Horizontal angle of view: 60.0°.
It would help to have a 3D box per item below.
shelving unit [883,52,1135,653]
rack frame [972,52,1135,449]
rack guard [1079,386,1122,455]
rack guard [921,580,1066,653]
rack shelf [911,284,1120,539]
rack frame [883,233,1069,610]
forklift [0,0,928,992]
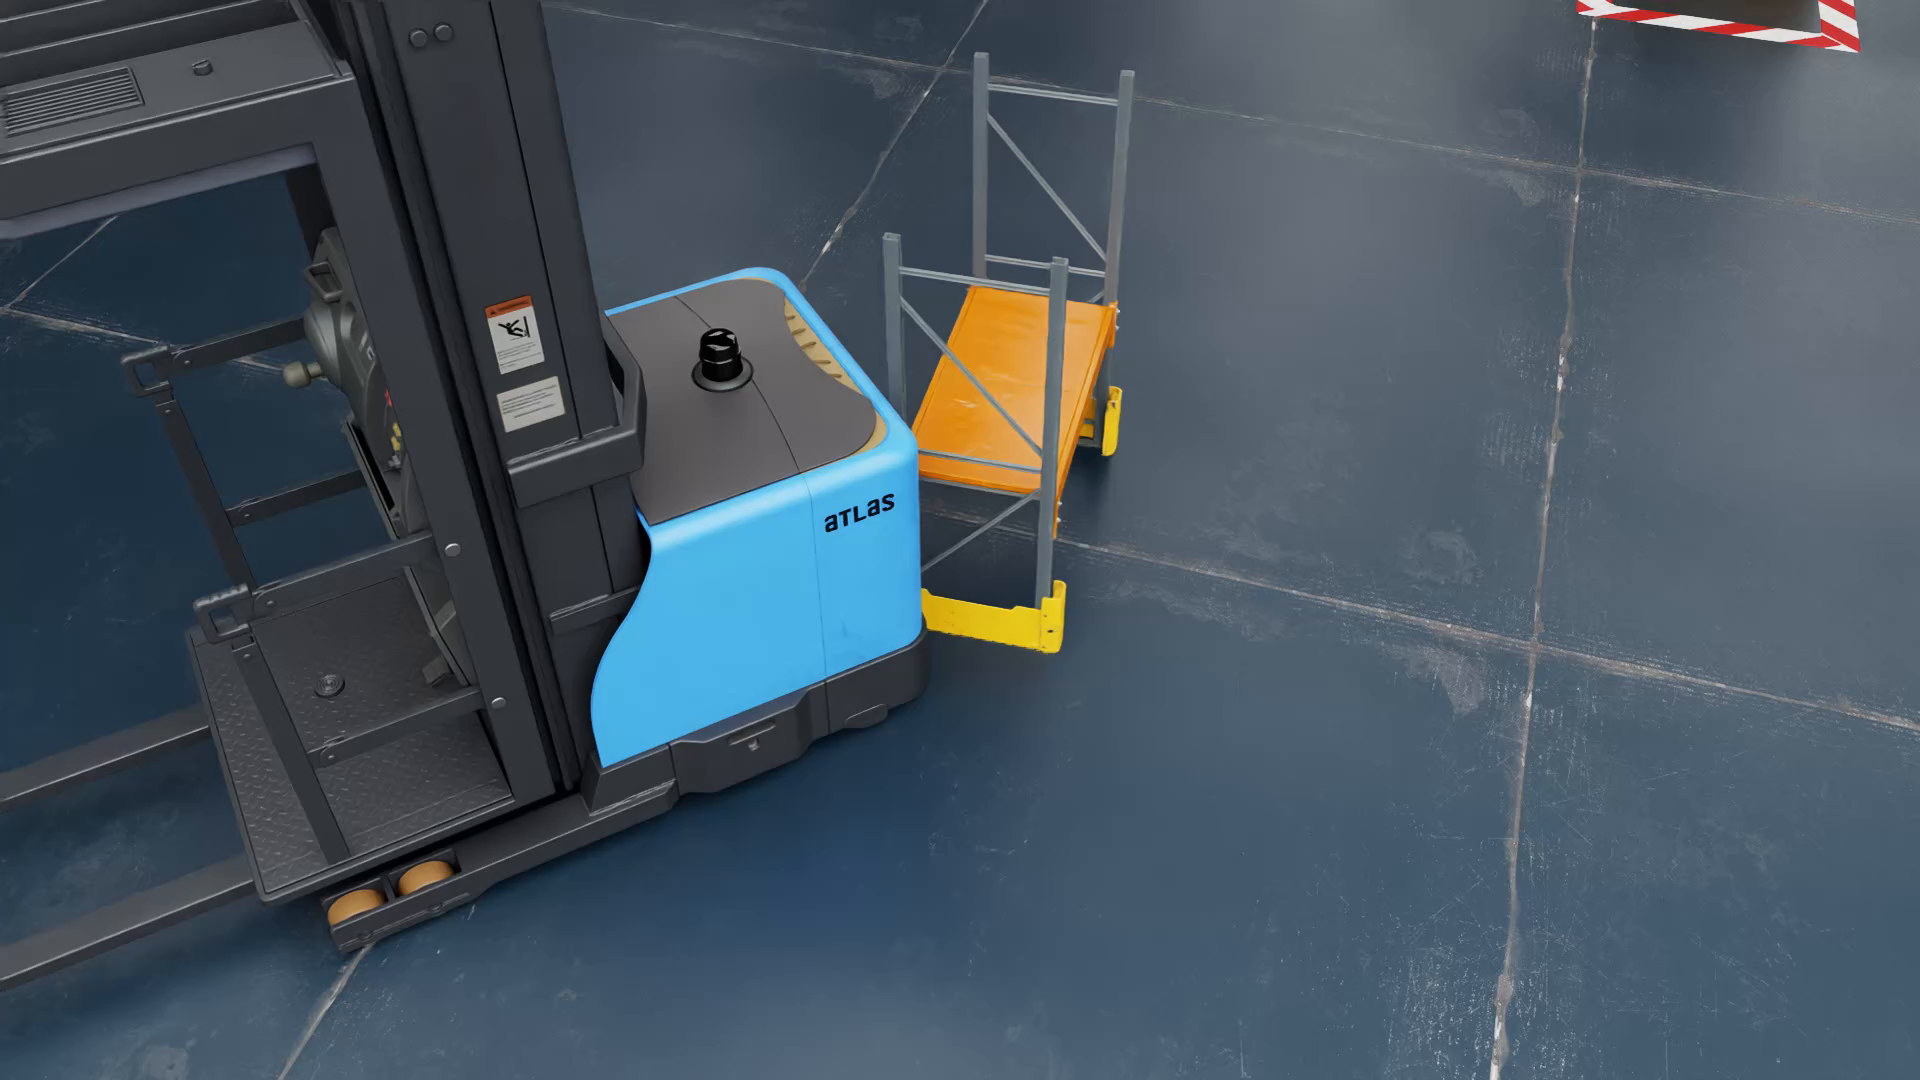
[{"bbox_3d":[0.166,-0.584,5.275,0.587,1.500,1.083,10,45,10],"label":"shelving unit"},{"bbox_3d":[0.288,-0.923,5.621,0.500,1.500,0.032,10,45,10],"label":"rack frame"},{"bbox_3d":[0.287,-0.475,6.057,0.587,0.250,0.087,10,45,10],"label":"rack guard"},{"bbox_3d":[0.044,0.200,5.367,0.587,0.250,0.087,10,45,10],"label":"rack guard"},{"bbox_3d":[0.164,-0.449,5.394,0.538,0.185,1.000,10,45,10],"label":"rack shelf"},{"bbox_3d":[0.040,-0.233,4.916,0.500,1.500,0.032,10,45,10],"label":"rack frame"},{"bbox_3d":[-1.643,-0.349,4.011,3.031,2.935,1.130,-21,48,-20],"label":"forklift"}]
